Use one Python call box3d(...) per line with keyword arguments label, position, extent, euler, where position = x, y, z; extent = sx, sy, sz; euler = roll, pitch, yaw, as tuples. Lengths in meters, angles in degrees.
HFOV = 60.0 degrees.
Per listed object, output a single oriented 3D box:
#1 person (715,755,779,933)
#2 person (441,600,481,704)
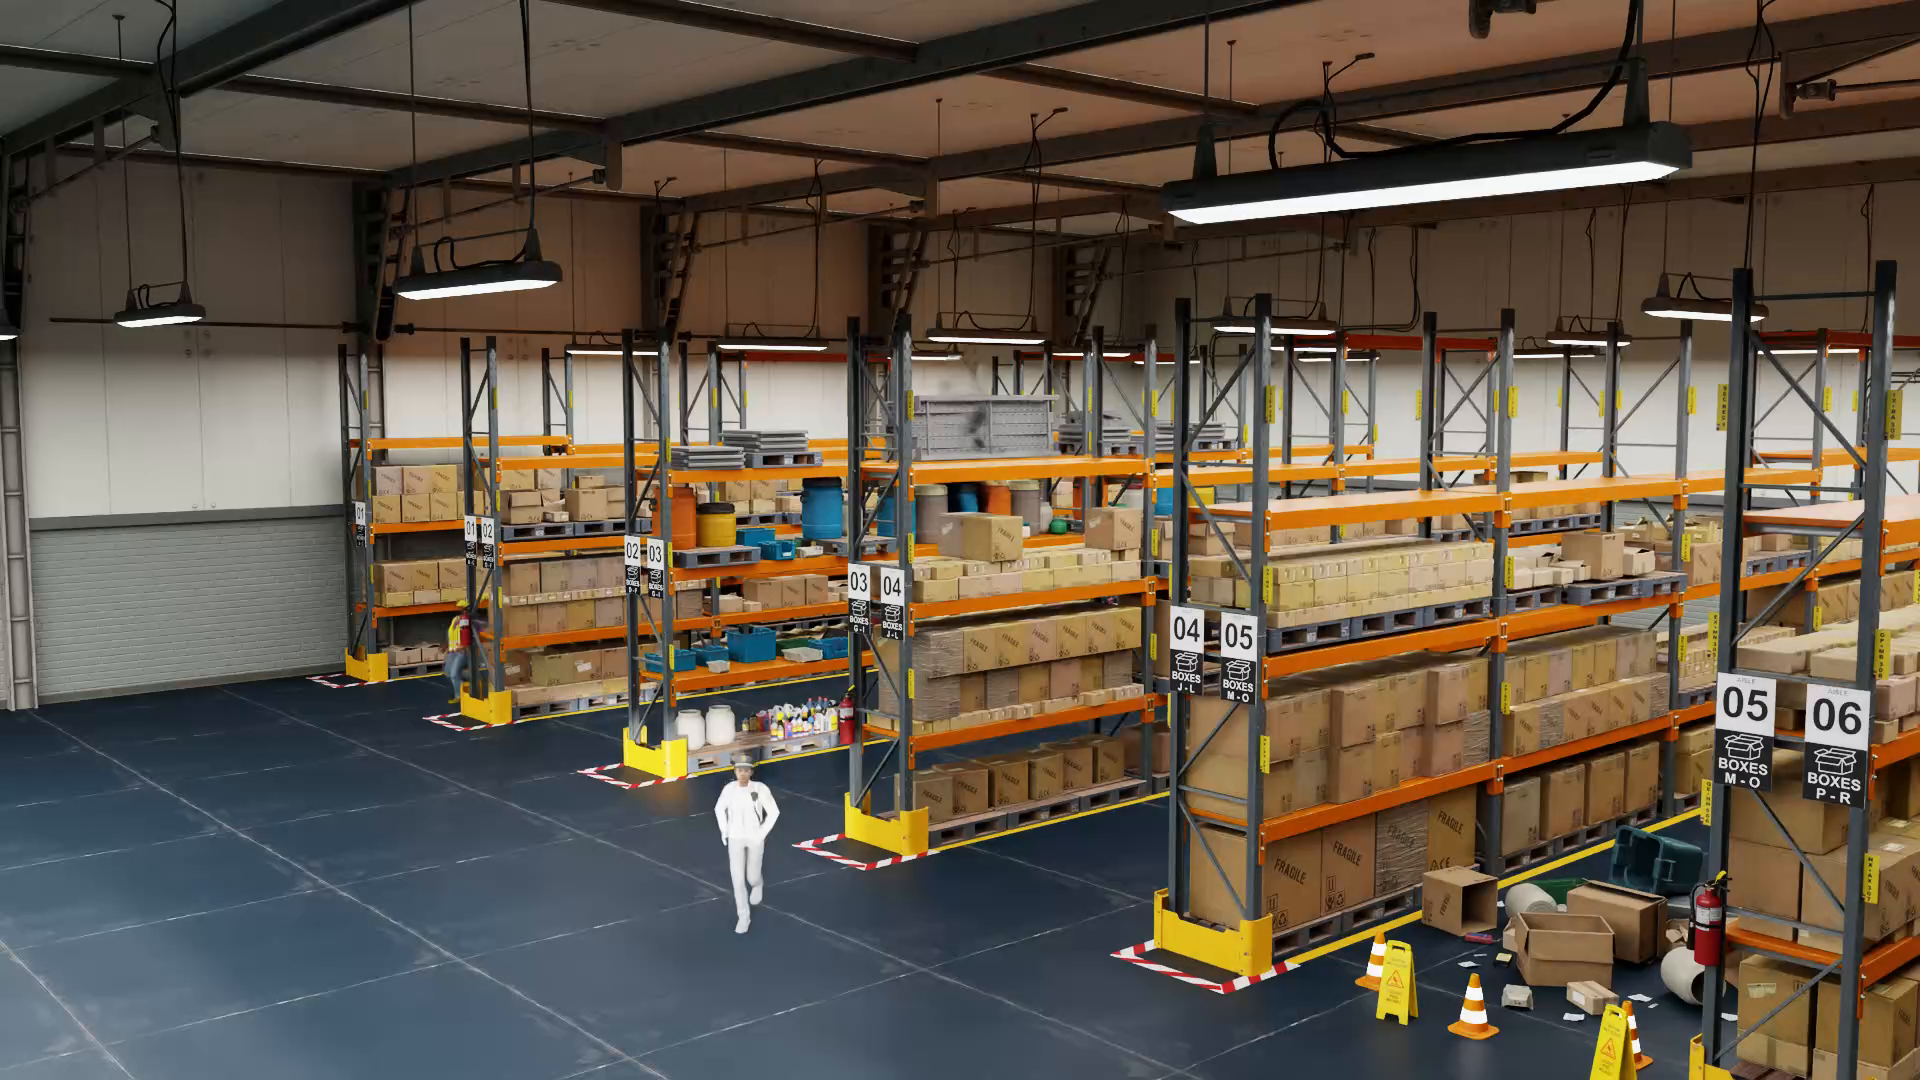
box3d(label="person", position=(-2.106, 2.899, 16.189), extent=(0.572, 1.675, 0.765), euler=(0, 5, -1))
box3d(label="person", position=(-8.256, 1.841, 27.547), extent=(0.689, 1.706, 0.605), euler=(4, 6, 35))
